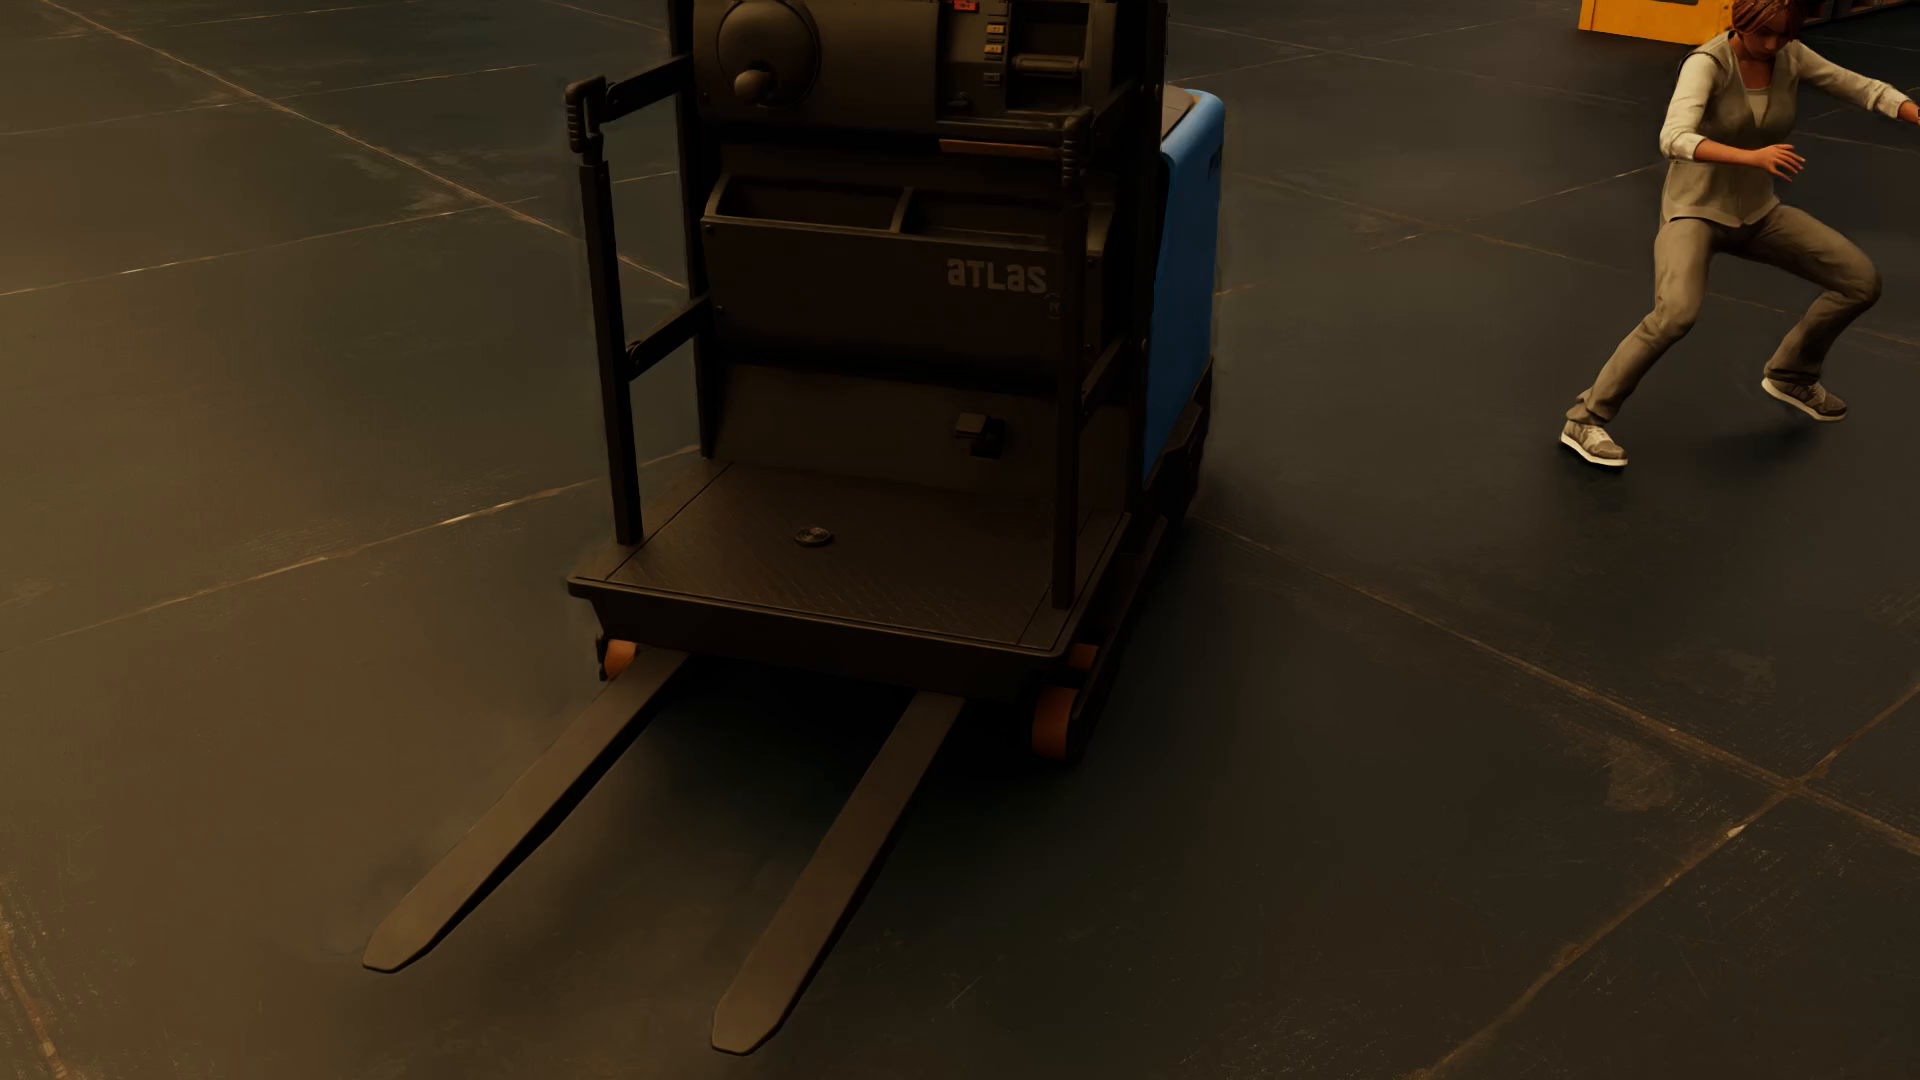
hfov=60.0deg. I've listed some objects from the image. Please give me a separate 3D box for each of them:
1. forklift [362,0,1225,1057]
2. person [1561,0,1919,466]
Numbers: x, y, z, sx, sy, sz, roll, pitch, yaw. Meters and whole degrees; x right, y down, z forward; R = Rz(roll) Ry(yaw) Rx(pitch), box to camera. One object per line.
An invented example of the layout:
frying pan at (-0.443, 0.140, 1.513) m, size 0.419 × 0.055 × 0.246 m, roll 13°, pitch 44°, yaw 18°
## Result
forklift at (-0.182, -1.037, 3.293) m, size 1.130 × 2.935 × 3.031 m, roll 8°, pitch 27°, yaw 16°
person at (2.308, -0.930, 4.823) m, size 0.955 × 1.378 × 0.658 m, roll -3°, pitch 27°, yaw -5°
